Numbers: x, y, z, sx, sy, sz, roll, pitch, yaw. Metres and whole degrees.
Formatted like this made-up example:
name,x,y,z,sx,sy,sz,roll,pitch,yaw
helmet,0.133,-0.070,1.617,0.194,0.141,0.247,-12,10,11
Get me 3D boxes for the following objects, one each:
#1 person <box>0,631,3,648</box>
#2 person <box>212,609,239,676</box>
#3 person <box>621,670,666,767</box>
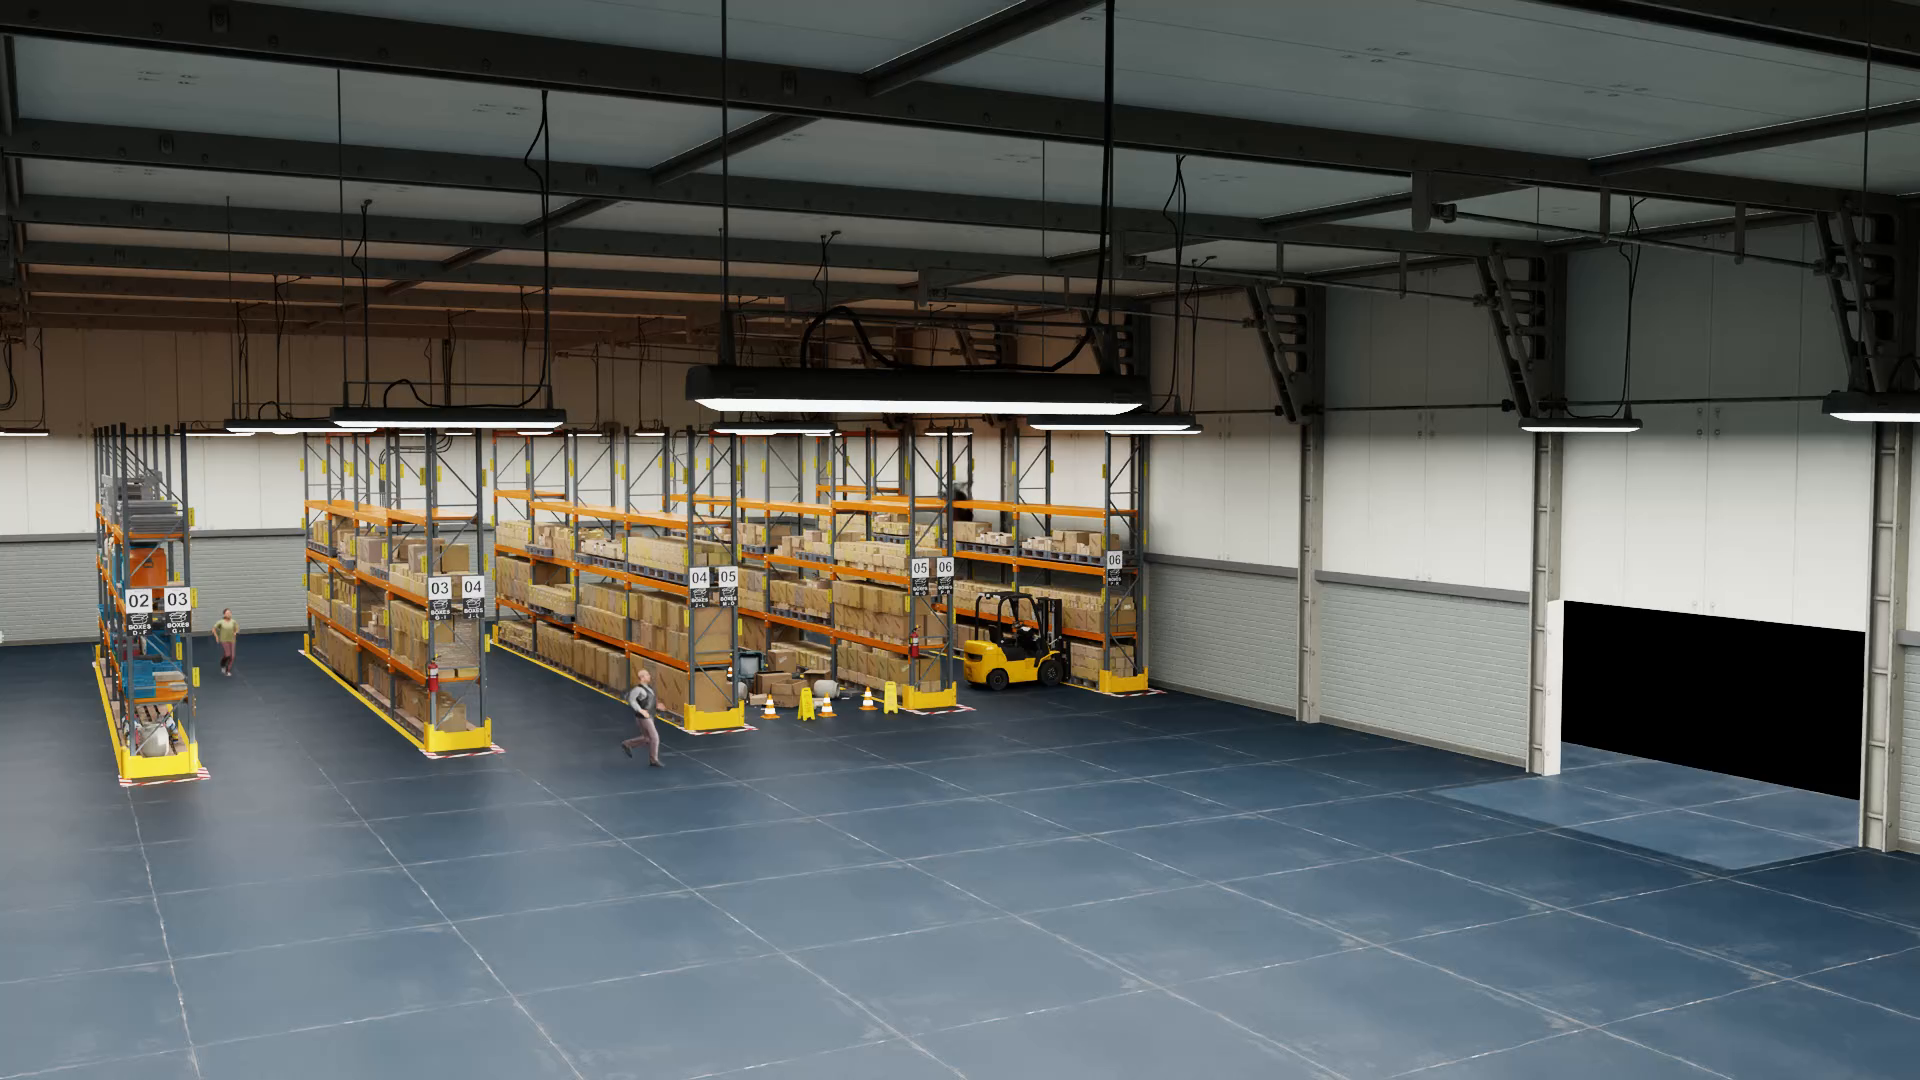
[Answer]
name,x,y,z,sx,sy,sz,roll,pitch,yaw
person,-22.300,2.561,38.232,0.594,1.745,0.712,-3,4,-38
person,-17.647,2.472,40.099,0.566,1.629,0.550,-3,5,-43
person,-5.551,3.123,29.088,0.837,1.715,0.662,0,3,5
